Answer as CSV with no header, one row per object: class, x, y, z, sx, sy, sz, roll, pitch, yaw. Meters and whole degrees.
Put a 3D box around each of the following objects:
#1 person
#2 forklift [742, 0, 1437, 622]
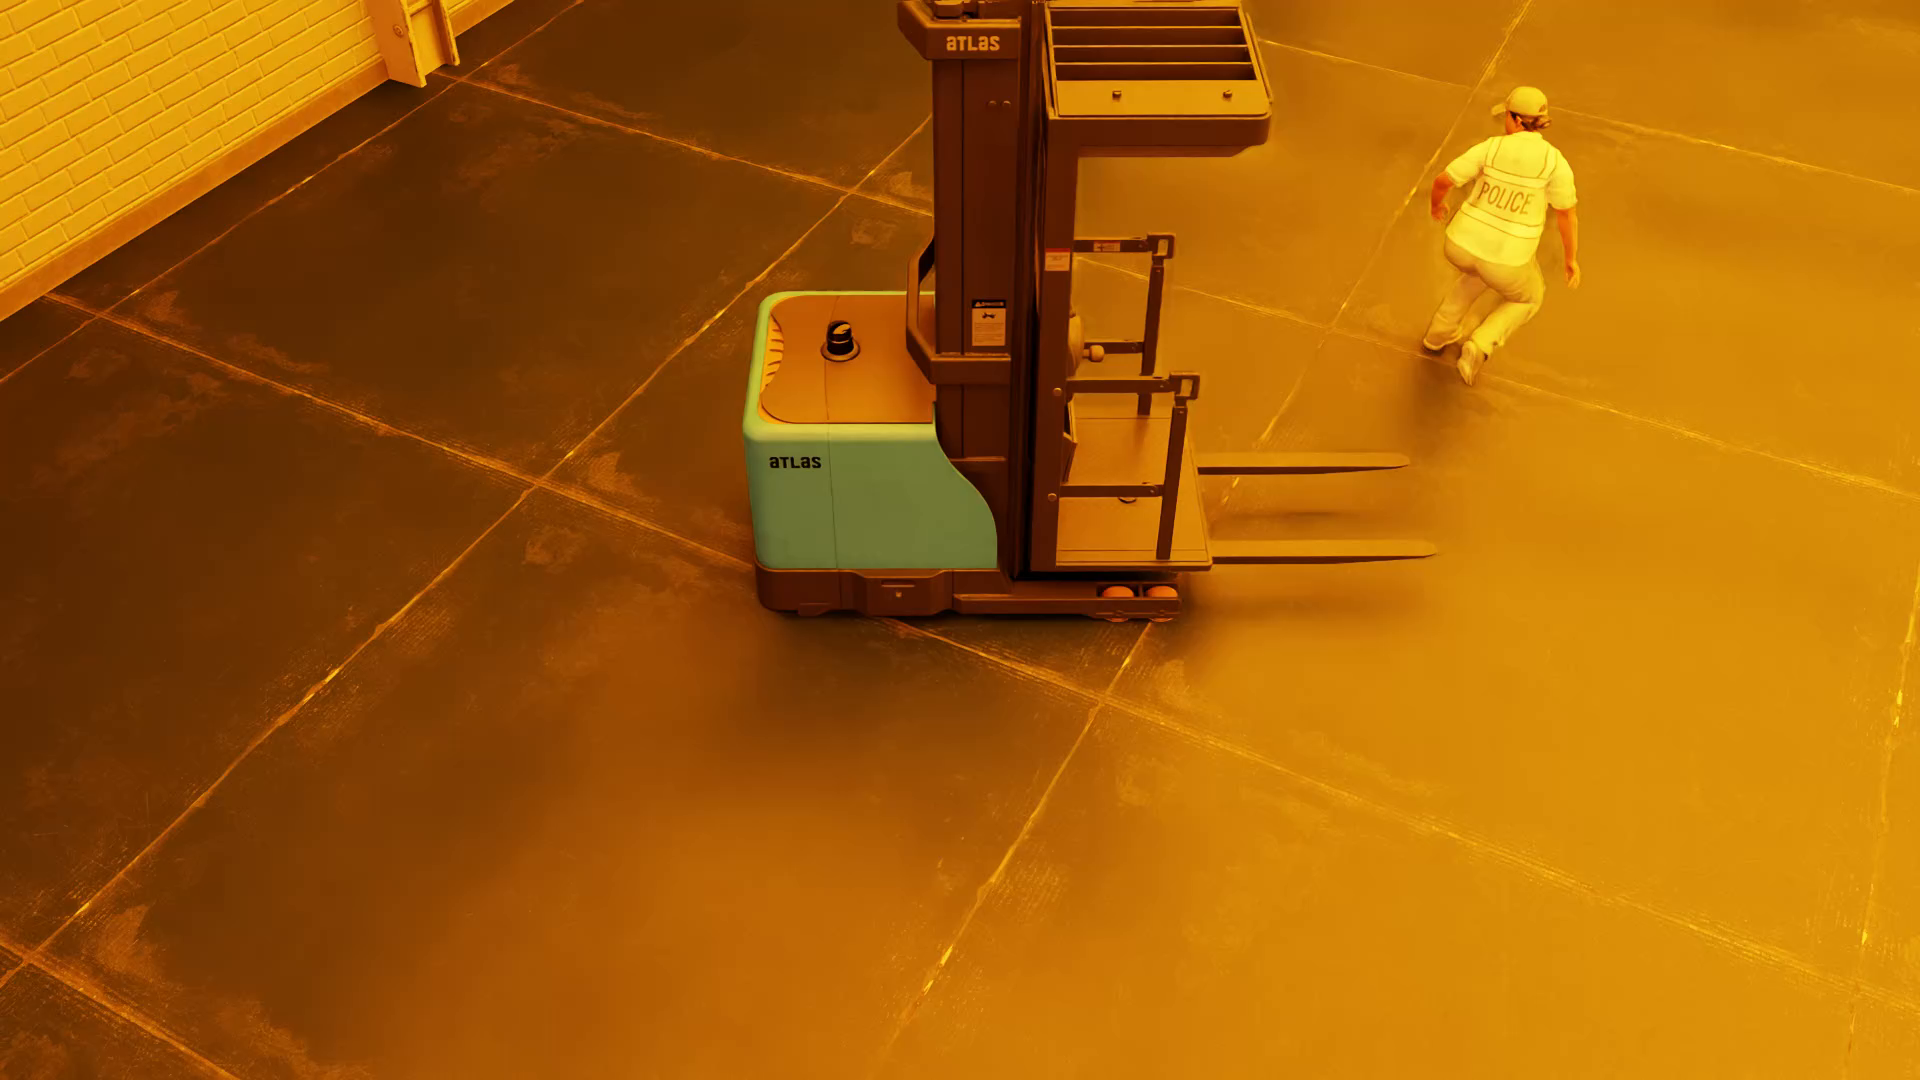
person,2.707,-1.489,8.329,0.834,1.480,0.565,29,51,28
forklift,0.610,-1.069,6.788,3.031,2.935,1.130,0,43,0
